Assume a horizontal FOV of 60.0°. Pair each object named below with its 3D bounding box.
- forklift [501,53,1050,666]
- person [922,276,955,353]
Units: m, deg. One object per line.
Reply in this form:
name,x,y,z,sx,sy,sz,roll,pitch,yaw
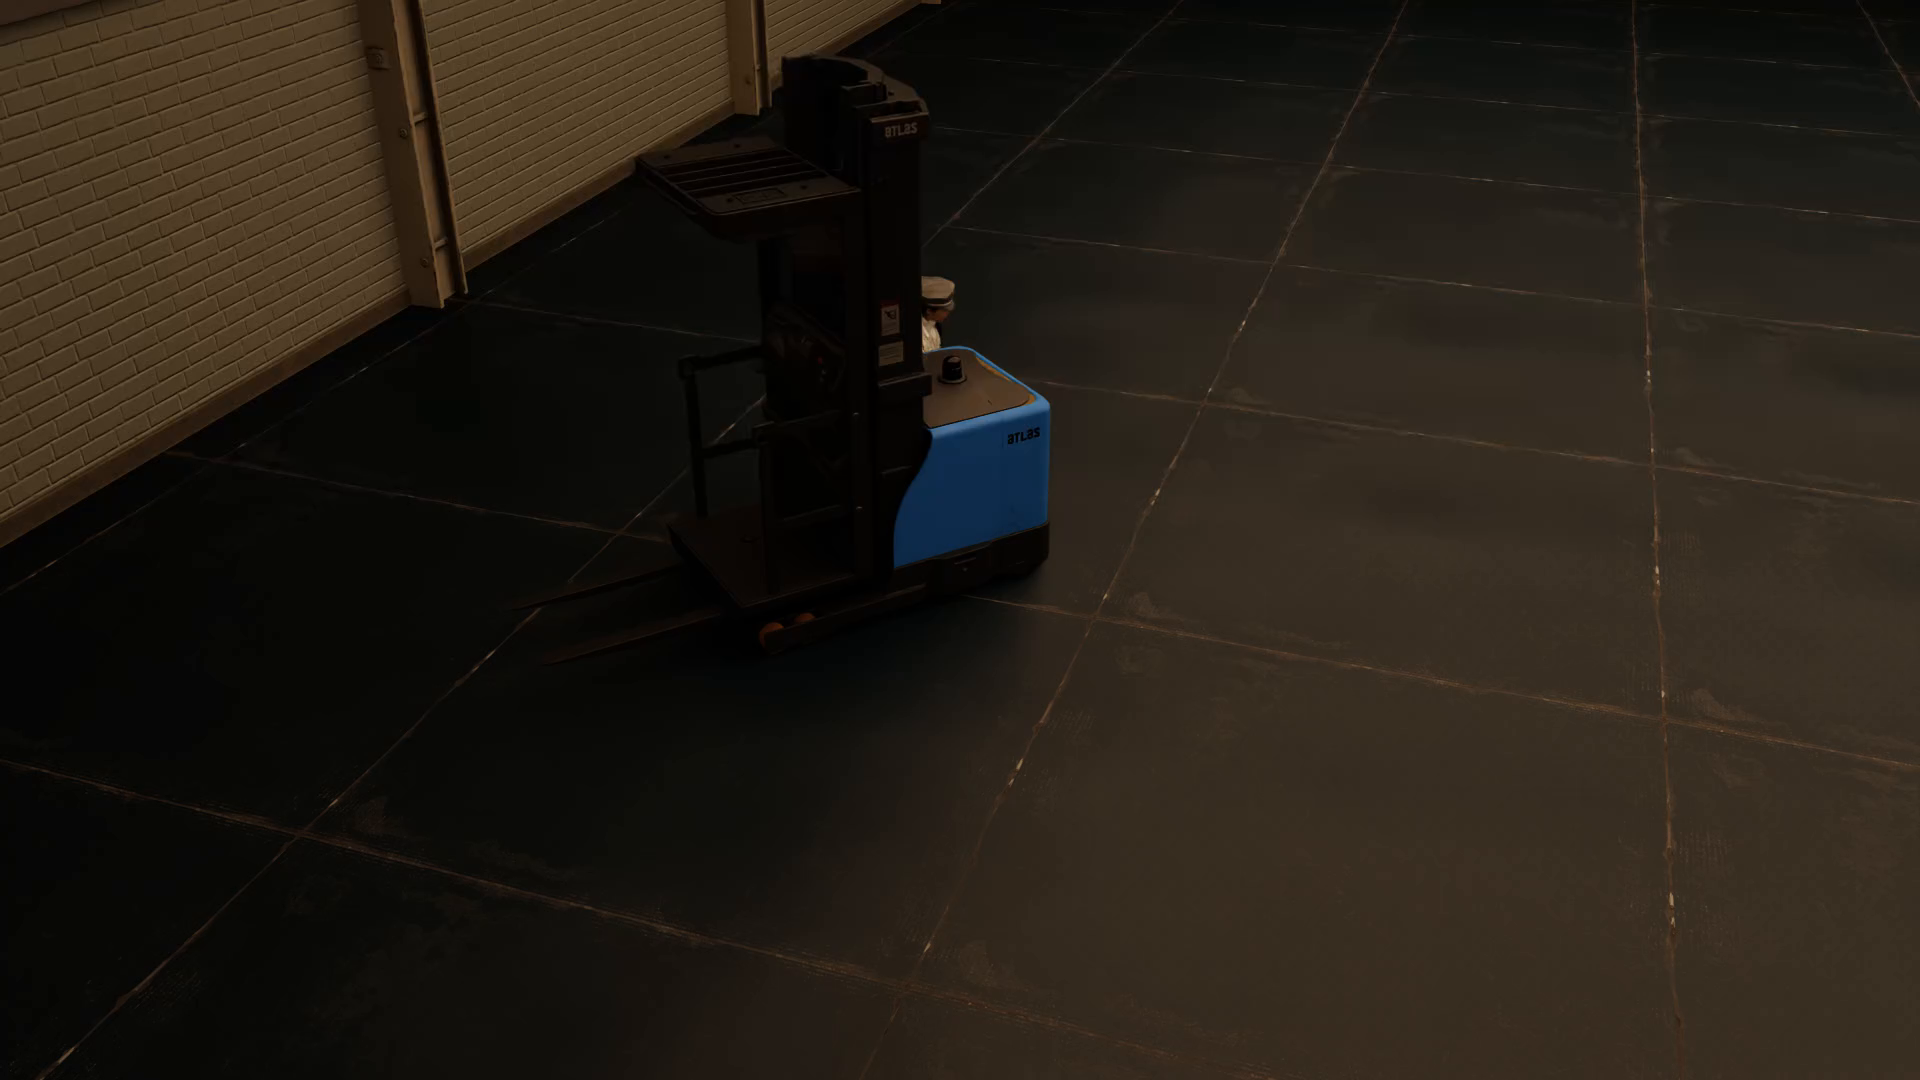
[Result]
forklift,-1.012,-0.956,8.814,3.031,2.935,1.130,-16,33,-26
person,-0.039,-0.955,10.440,0.879,1.442,0.846,7,30,12
